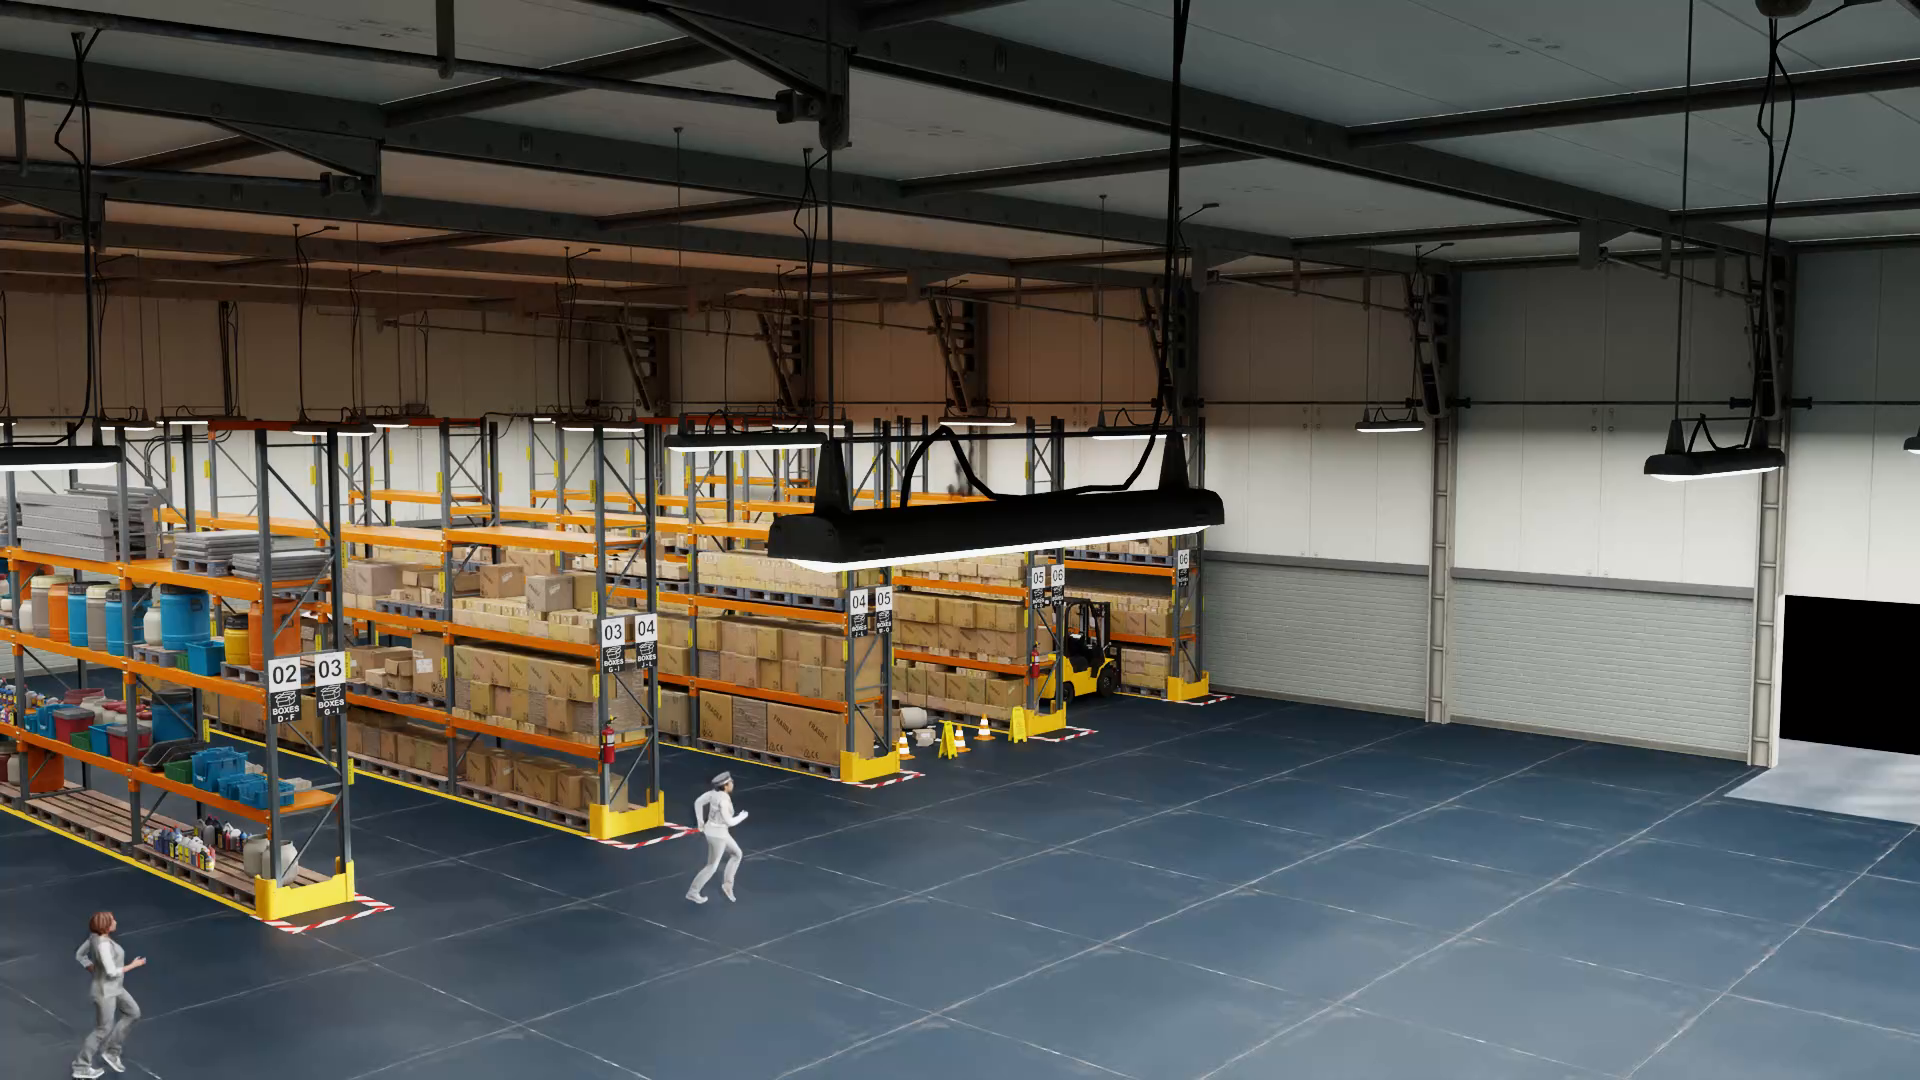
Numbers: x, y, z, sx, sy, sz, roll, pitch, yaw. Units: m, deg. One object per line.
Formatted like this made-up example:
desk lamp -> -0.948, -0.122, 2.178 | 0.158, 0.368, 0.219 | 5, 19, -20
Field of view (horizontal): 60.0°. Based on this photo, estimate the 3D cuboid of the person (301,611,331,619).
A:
person -> -14.807, 2.280, 38.155 | 0.738, 1.821, 0.806 | -1, 5, -11

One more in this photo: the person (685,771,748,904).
person -> -3.068, 3.753, 20.922 | 0.803, 1.698, 0.639 | -2, 5, -23

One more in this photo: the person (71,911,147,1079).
person -> -7.958, 4.241, 15.542 | 0.667, 1.597, 0.508 | -2, 5, -27
